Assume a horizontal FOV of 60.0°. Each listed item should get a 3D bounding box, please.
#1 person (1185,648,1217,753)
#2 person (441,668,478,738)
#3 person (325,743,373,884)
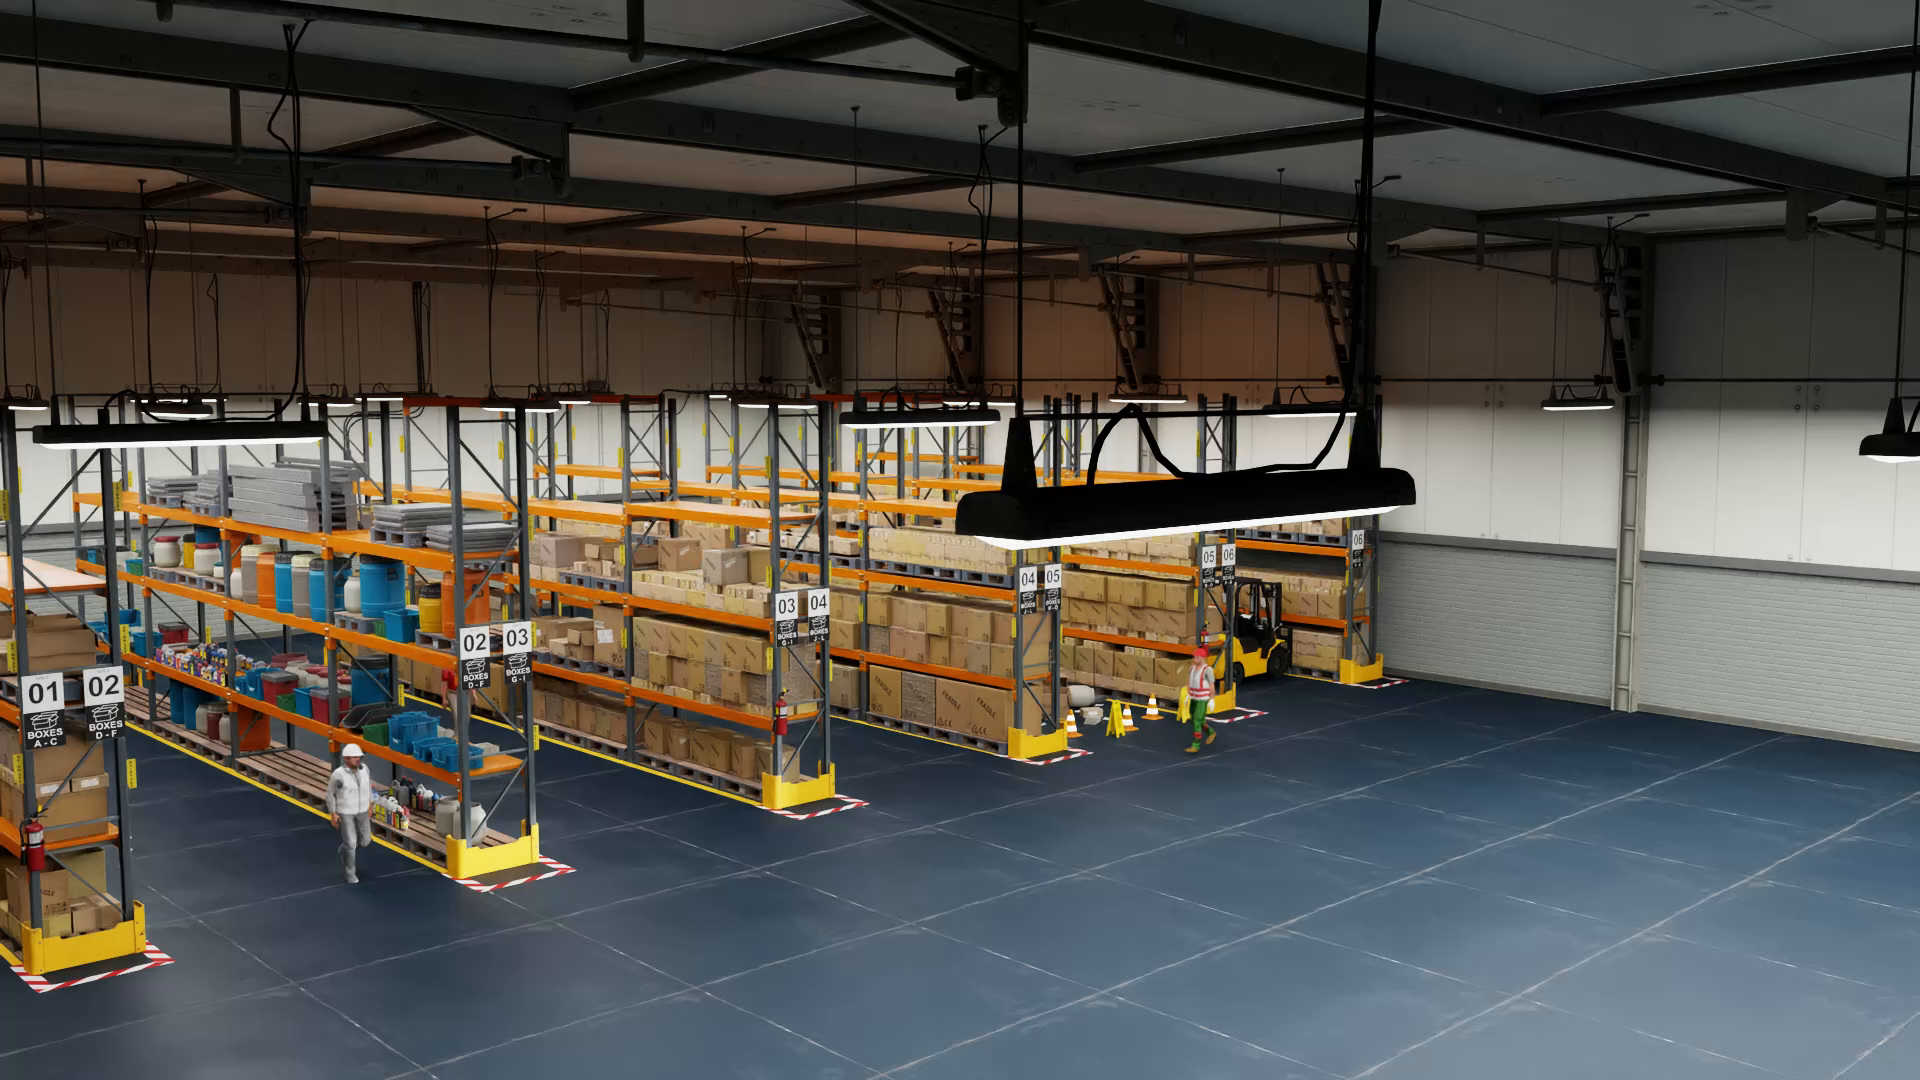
[{"bbox_3d":[4.128,2.718,28.354,0.855,1.777,0.594,-4,7,-33],"label":"person"},{"bbox_3d":[-8.480,2.739,28.433,0.686,1.742,0.565,5,7,41],"label":"person"},{"bbox_3d":[-7.769,3.428,21.102,0.638,1.756,0.624,4,7,37],"label":"person"}]
